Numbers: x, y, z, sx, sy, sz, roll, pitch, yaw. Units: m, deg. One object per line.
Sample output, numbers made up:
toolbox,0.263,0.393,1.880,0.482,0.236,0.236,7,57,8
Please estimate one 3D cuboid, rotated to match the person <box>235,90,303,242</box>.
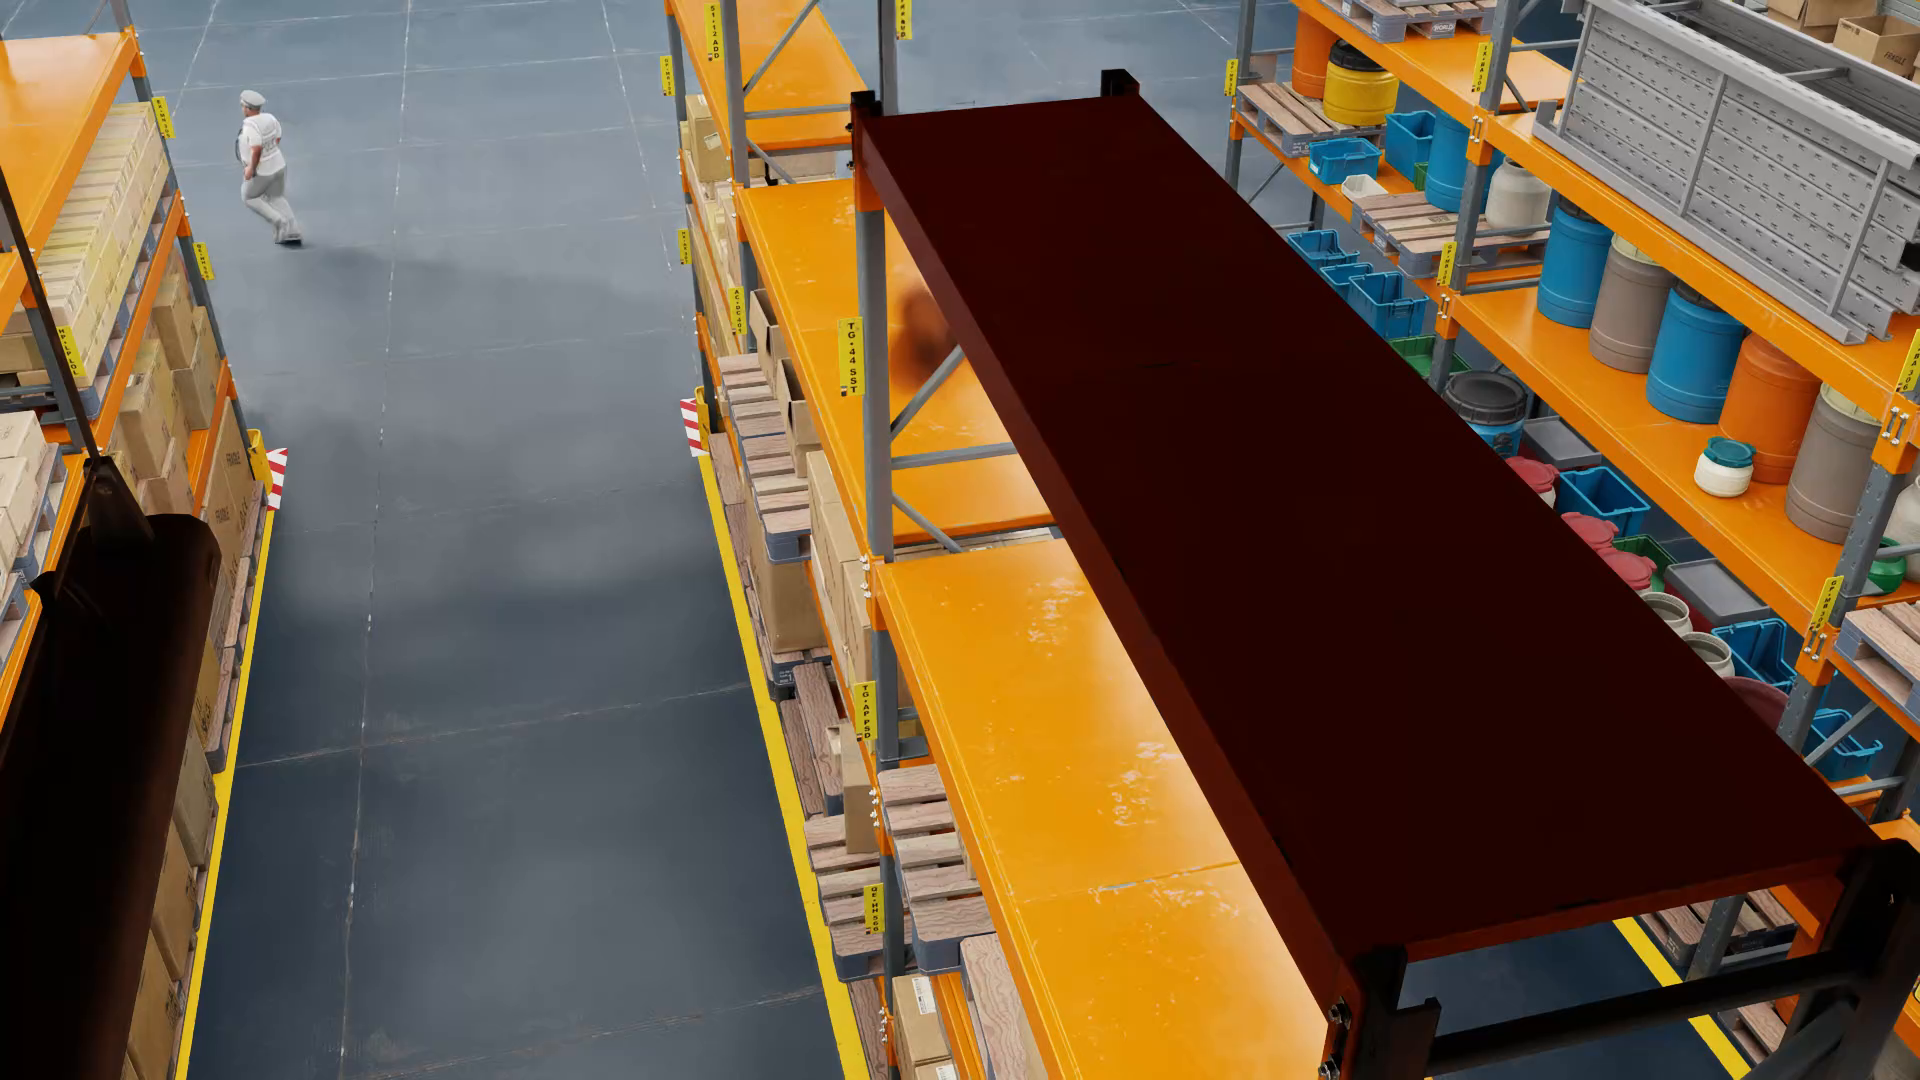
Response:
person,-7.847,-4.182,18.647,0.607,1.743,0.651,11,36,16
